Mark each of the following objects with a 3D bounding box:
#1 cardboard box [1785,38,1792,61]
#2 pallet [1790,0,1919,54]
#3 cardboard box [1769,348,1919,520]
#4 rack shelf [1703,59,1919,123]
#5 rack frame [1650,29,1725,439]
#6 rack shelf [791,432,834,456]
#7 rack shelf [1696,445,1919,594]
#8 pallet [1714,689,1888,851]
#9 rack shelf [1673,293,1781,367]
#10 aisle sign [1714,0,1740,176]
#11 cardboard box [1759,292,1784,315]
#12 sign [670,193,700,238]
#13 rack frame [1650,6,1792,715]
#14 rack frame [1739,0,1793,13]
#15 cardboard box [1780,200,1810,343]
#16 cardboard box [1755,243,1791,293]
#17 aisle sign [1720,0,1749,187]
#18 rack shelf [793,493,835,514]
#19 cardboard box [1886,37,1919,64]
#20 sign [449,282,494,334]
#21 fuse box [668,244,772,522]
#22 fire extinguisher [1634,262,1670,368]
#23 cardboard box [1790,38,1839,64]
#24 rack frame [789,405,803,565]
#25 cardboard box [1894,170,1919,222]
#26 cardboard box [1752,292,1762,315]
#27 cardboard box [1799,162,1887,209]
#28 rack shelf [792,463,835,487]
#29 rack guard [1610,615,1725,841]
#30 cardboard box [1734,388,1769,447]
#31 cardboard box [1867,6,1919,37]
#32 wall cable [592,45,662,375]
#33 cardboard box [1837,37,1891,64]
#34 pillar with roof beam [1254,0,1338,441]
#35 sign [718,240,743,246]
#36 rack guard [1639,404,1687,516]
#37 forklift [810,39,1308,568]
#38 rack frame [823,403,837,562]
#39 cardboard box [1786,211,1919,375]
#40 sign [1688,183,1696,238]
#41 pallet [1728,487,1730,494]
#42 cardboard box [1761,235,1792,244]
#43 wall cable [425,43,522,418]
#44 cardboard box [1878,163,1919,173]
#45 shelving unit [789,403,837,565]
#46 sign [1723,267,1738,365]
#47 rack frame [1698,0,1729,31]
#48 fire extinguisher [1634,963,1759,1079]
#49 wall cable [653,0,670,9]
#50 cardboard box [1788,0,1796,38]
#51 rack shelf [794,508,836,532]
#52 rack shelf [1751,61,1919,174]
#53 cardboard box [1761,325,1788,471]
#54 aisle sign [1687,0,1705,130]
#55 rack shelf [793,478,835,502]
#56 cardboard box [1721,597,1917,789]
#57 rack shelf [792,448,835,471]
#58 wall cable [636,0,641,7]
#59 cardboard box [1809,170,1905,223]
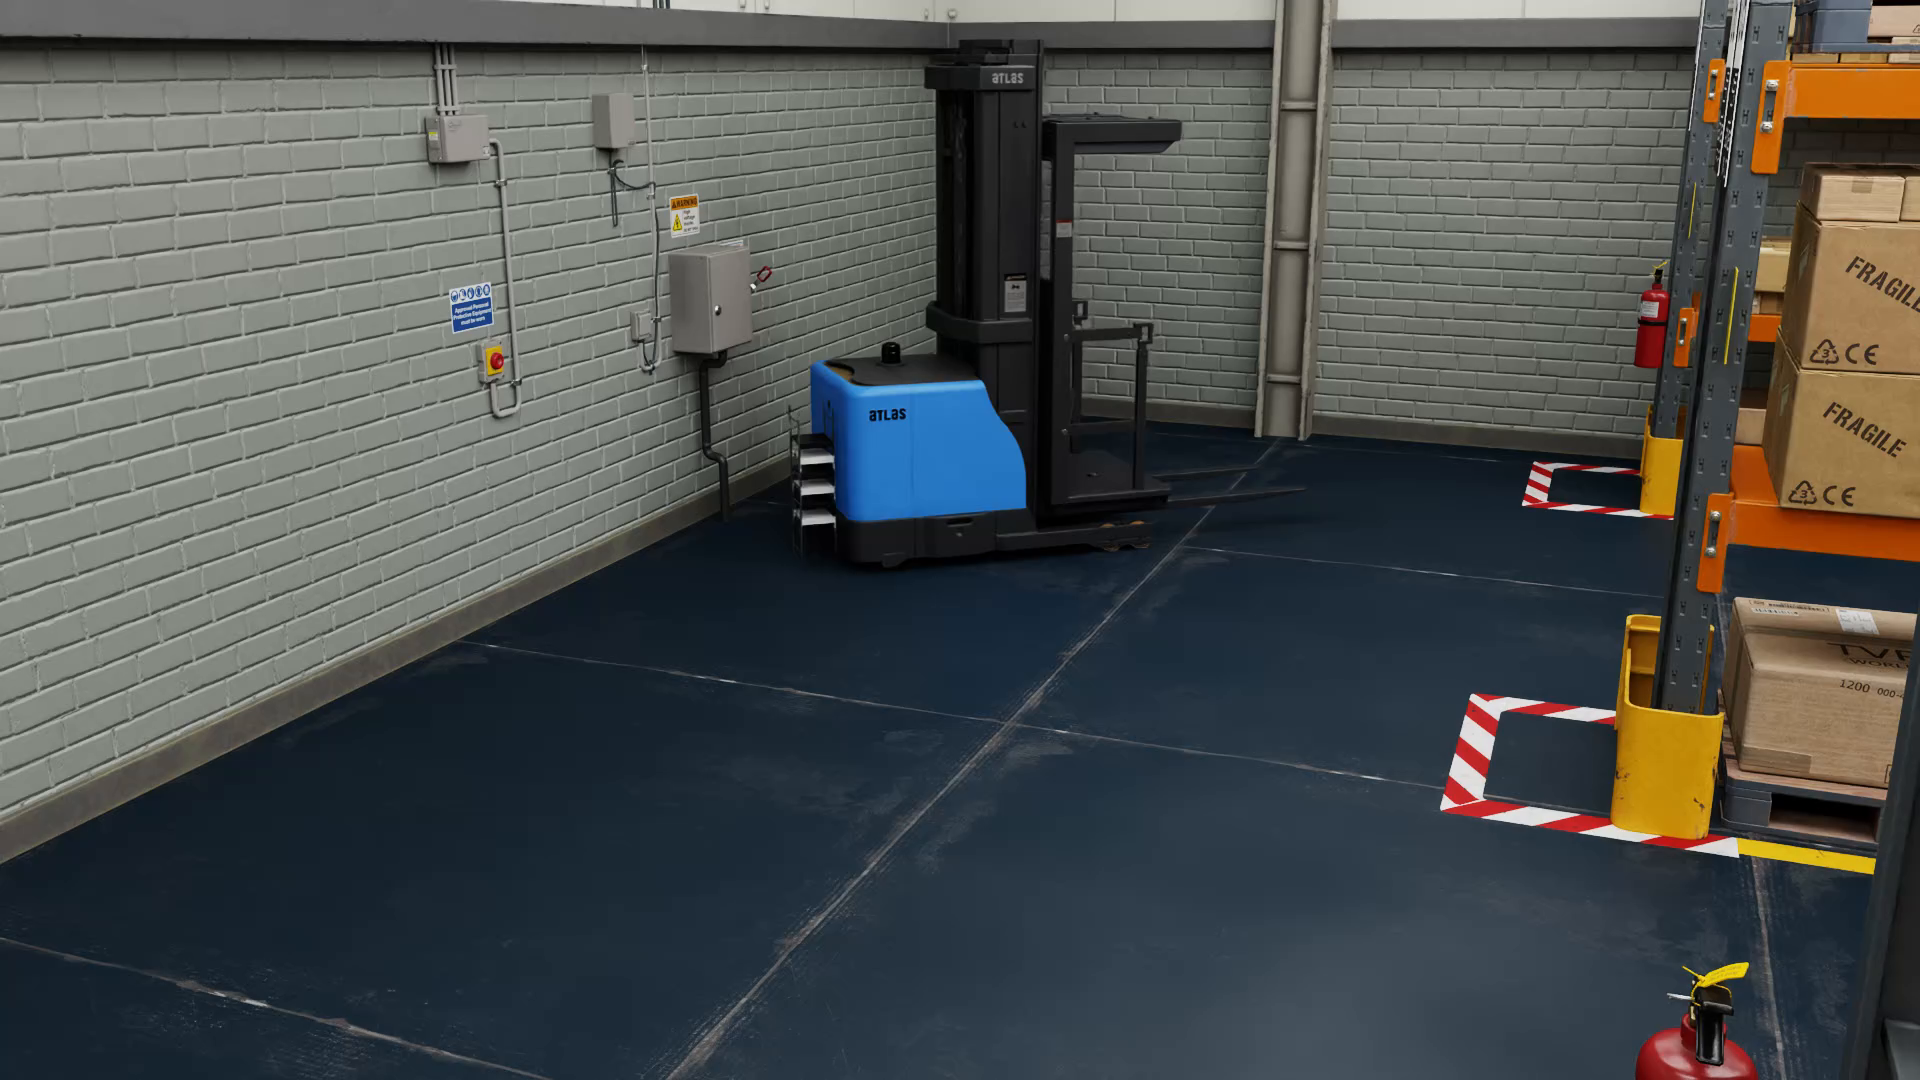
[{"bbox_3d":[4.918,-2.983,10.139,0.250,0.149,0.380,7,17,22],"label":"cardboard box"},{"bbox_3d":[3.583,-1.793,5.748,1.213,0.211,1.003,6,17,21],"label":"pallet"},{"bbox_3d":[3.230,-0.393,5.967,0.500,0.500,0.500,6,17,20],"label":"cardboard box"},{"bbox_3d":[6.567,-2.646,9.819,4.000,0.370,1.077,6,17,21],"label":"rack shelf"},{"bbox_3d":[4.706,-1.756,10.842,0.127,3.000,1.000,6,17,21],"label":"rack frame"},{"bbox_3d":[-0.857,-0.556,9.627,0.200,0.077,0.258,-5,17,-18],"label":"rack shelf"},{"bbox_3d":[4.749,0.082,5.802,4.000,0.370,1.077,6,17,21],"label":"rack shelf"},{"bbox_3d":[3.661,0.933,6.583,1.213,0.211,1.003,6,17,21],"label":"pallet"},{"bbox_3d":[6.567,-1.206,10.237,4.000,0.370,1.077,6,17,21],"label":"rack shelf"},{"bbox_3d":[2.935,-1.804,6.346,0.004,0.787,0.394,6,17,21],"label":"aisle sign"},{"bbox_3d":[5.165,-1.516,10.468,0.250,0.149,0.380,7,18,22],"label":"cardboard box"},{"bbox_3d":[-1.672,-1.972,10.106,0.001,0.242,0.339,6,17,21],"label":"sign"},{"bbox_3d":[2.889,-0.468,6.406,0.127,3.000,1.000,6,17,21],"label":"rack frame"},{"bbox_3d":[2.889,-3.349,5.570,0.127,3.000,1.000,6,17,21],"label":"rack frame"},{"bbox_3d":[3.424,-1.009,6.296,0.500,0.500,0.500,7,18,22],"label":"cardboard box"},{"bbox_3d":[5.030,-1.710,10.421,0.500,0.250,0.500,6,17,21],"label":"cardboard box"},{"bbox_3d":[2.715,-1.649,5.810,0.004,0.787,0.394,6,17,21],"label":"aisle sign"},{"bbox_3d":[-0.857,-0.211,9.728,0.200,0.077,0.258,-5,17,-18],"label":"rack shelf"},{"bbox_3d":[5.598,-2.880,9.784,0.250,0.149,0.380,7,17,22],"label":"cardboard box"},{"bbox_3d":[-2.440,-1.162,8.313,0.001,0.218,0.327,6,17,21],"label":"sign"},{"bbox_3d":[-1.459,-0.950,10.377,0.414,1.711,0.539,6,17,21],"label":"fuse box"},{"bbox_3d":[4.400,-1.435,10.544,0.183,0.674,0.296,6,17,21],"label":"fire extinguisher"},{"bbox_3d":[5.171,-2.963,10.070,0.250,0.149,0.380,7,17,22],"label":"cardboard box"},{"bbox_3d":[-0.953,-0.320,9.663,0.006,0.900,0.240,-5,17,-18],"label":"rack frame"},{"bbox_3d":[3.387,-1.191,5.761,0.250,0.149,0.380,7,17,22],"label":"cardboard box"},{"bbox_3d":[4.911,-1.530,10.516,0.250,0.149,0.380,6,17,20],"label":"cardboard box"},{"bbox_3d":[3.296,-1.323,6.215,0.250,0.149,0.380,7,17,21],"label":"cardboard box"},{"bbox_3d":[-0.857,-0.384,9.677,0.200,0.077,0.258,-5,17,-18],"label":"rack shelf"},{"bbox_3d":[2.866,0.730,6.763,0.348,0.500,1.175,6,17,21],"label":"rack guard"},{"bbox_3d":[5.241,-0.672,10.831,0.637,0.503,0.797,6,17,18],"label":"cardboard box"},{"bbox_3d":[5.499,-3.104,9.842,0.500,0.250,0.500,7,17,22],"label":"cardboard box"},{"bbox_3d":[-1.856,-1.896,9.502,0.122,1.984,0.588,6,17,21],"label":"wall cable"},{"bbox_3d":[5.403,-2.932,9.964,0.250,0.149,0.380,6,17,21],"label":"cardboard box"},{"bbox_3d":[0.949,-4.030,7.915,0.400,9.000,9.100,6,17,21],"label":"pillar with roof beam"},{"bbox_3d":[-1.470,-1.672,10.725,0.001,0.494,0.329,6,17,21],"label":"sign"},{"bbox_3d":[4.777,-0.548,11.164,0.348,0.500,1.175,6,17,21],"label":"rack guard"},{"bbox_3d":[0.655,-1.471,9.984,3.031,2.935,1.130,-5,17,-18],"label":"forklift"},{"bbox_3d":[-0.760,-0.338,9.724,0.006,0.900,0.240,-5,17,-18],"label":"rack frame"},{"bbox_3d":[3.231,-0.873,5.829,0.500,0.500,0.500,6,17,19],"label":"cardboard box"},{"bbox_3d":[4.507,-2.031,10.236,0.005,0.325,0.100,6,17,21],"label":"sign"},{"bbox_3d":[5.519,-0.328,10.924,1.213,0.211,1.003,6,17,21],"label":"pallet"},{"bbox_3d":[5.232,-1.849,10.896,0.500,0.250,0.500,7,18,22],"label":"cardboard box"},{"bbox_3d":[-2.365,-1.542,8.226,0.123,1.953,0.585,6,17,21],"label":"wall cable"},{"bbox_3d":[3.541,-1.303,6.147,0.250,0.149,0.380,7,17,22],"label":"cardboard box"},{"bbox_3d":[-0.857,-0.329,9.693,0.210,0.900,0.258,-5,17,-18],"label":"shelving unit"},{"bbox_3d":[2.679,-0.779,5.781,0.005,0.325,0.100,6,17,21],"label":"sign"},{"bbox_3d":[4.706,-4.637,10.005,0.127,3.000,1.000,6,17,21],"label":"rack frame"},{"bbox_3d":[1.101,0.897,2.512,0.183,0.674,0.296,6,17,21],"label":"fire extinguisher"},{"bbox_3d":[-1.171,-4.789,10.464,0.133,3.039,2.988,6,17,21],"label":"wall cable"},{"bbox_3d":[5.019,-3.151,10.003,0.500,0.250,0.500,6,17,20],"label":"cardboard box"},{"bbox_3d":[-0.857,-0.124,9.753,0.200,0.077,0.258,-5,17,-18],"label":"rack shelf"},{"bbox_3d":[4.749,-1.359,5.384,4.000,0.370,1.077,6,17,21],"label":"rack shelf"},{"bbox_3d":[3.434,-0.536,6.459,0.500,0.500,0.500,6,17,21],"label":"cardboard box"},{"bbox_3d":[4.535,-2.935,10.241,0.004,0.787,0.394,6,17,21],"label":"aisle sign"},{"bbox_3d":[-0.857,-0.297,9.703,0.200,0.077,0.258,-5,17,-18],"label":"rack shelf"},{"bbox_3d":[3.539,0.602,6.562,0.875,0.438,0.875,6,17,19],"label":"cardboard box"},{"bbox_3d":[-0.857,-0.470,9.652,0.200,0.077,0.258,-5,17,-18],"label":"rack shelf"},{"bbox_3d":[-2.228,-4.053,7.993,0.029,3.000,2.355,6,17,21],"label":"wall cable"},{"bbox_3d":[3.117,-1.200,5.790,0.250,0.149,0.380,7,17,22],"label":"cardboard box"}]
